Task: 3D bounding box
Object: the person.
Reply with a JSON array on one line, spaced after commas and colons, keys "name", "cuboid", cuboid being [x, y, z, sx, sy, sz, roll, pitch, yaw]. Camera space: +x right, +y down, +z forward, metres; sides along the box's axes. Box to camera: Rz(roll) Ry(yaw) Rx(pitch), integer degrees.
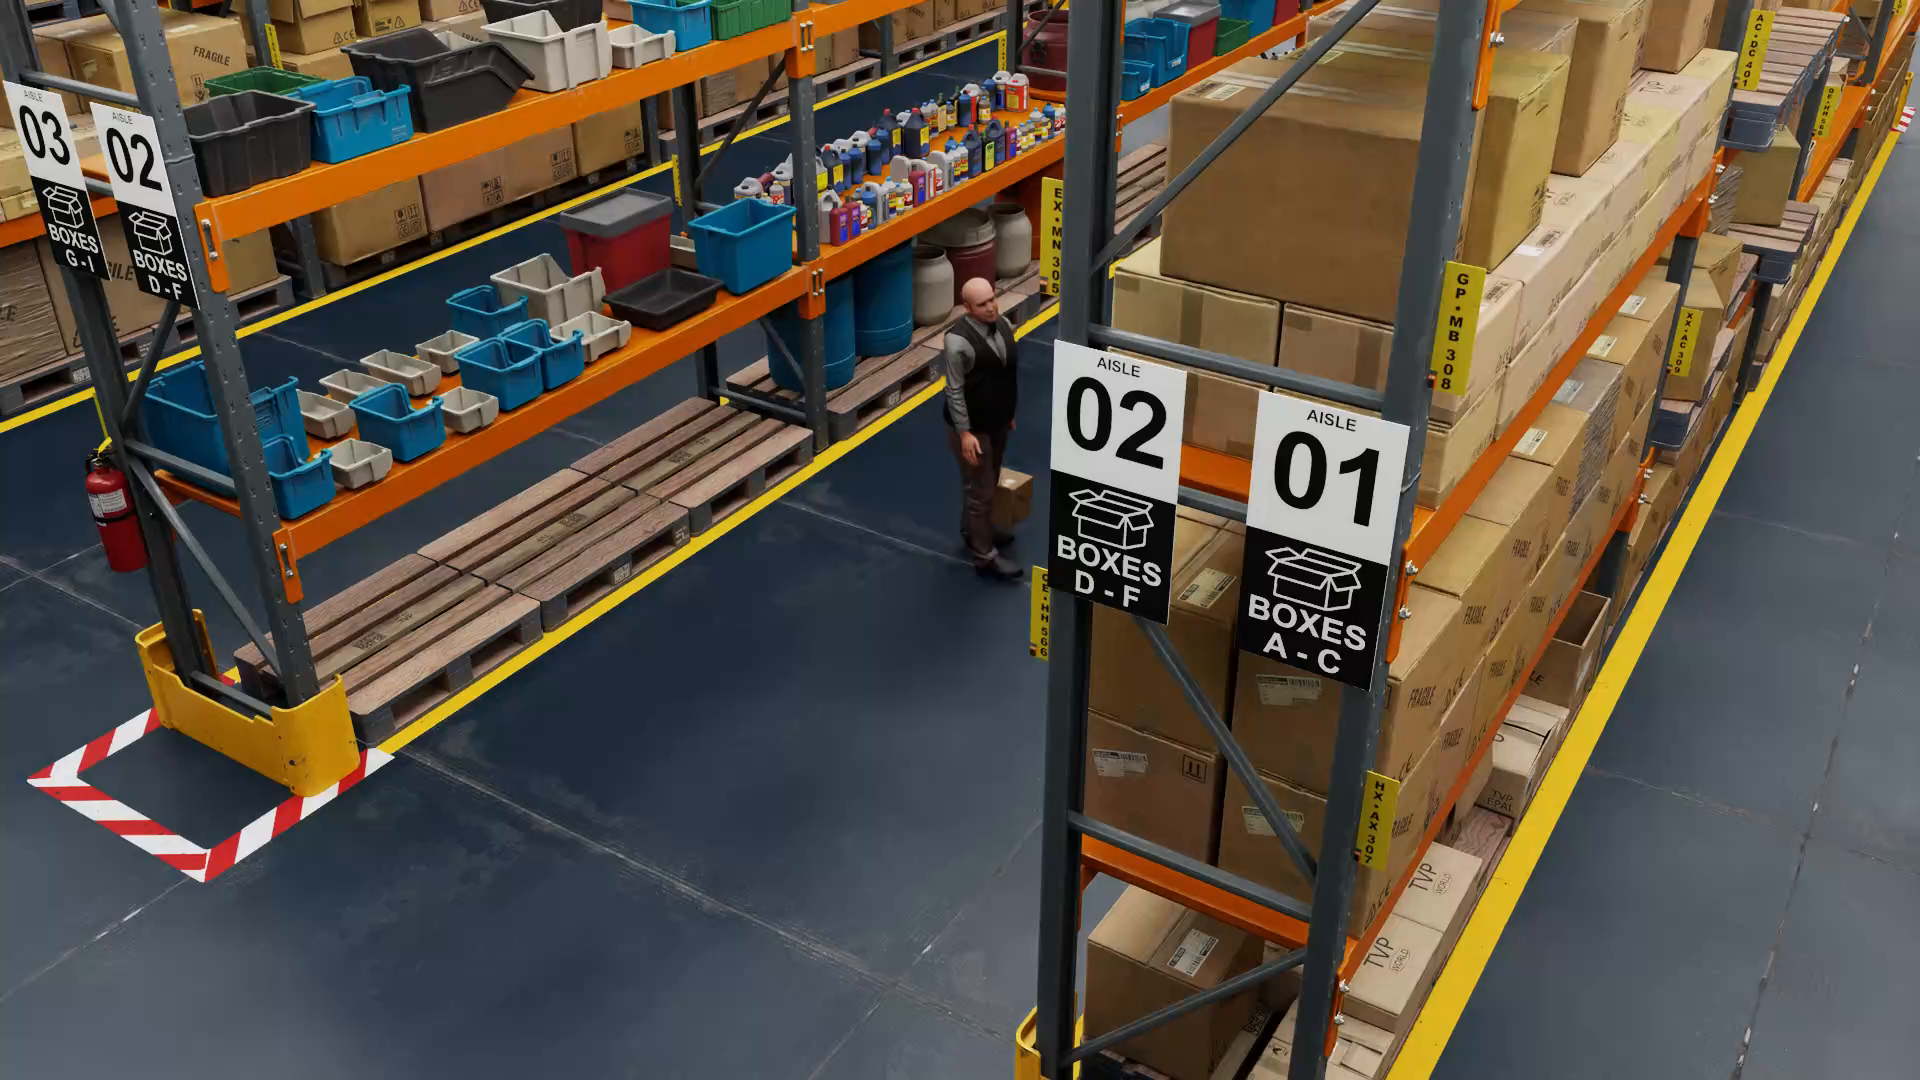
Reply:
[{"name": "person", "cuboid": [0.189, -0.622, 9.233, 0.550, 1.724, 0.600, 18, 35, 28]}]
